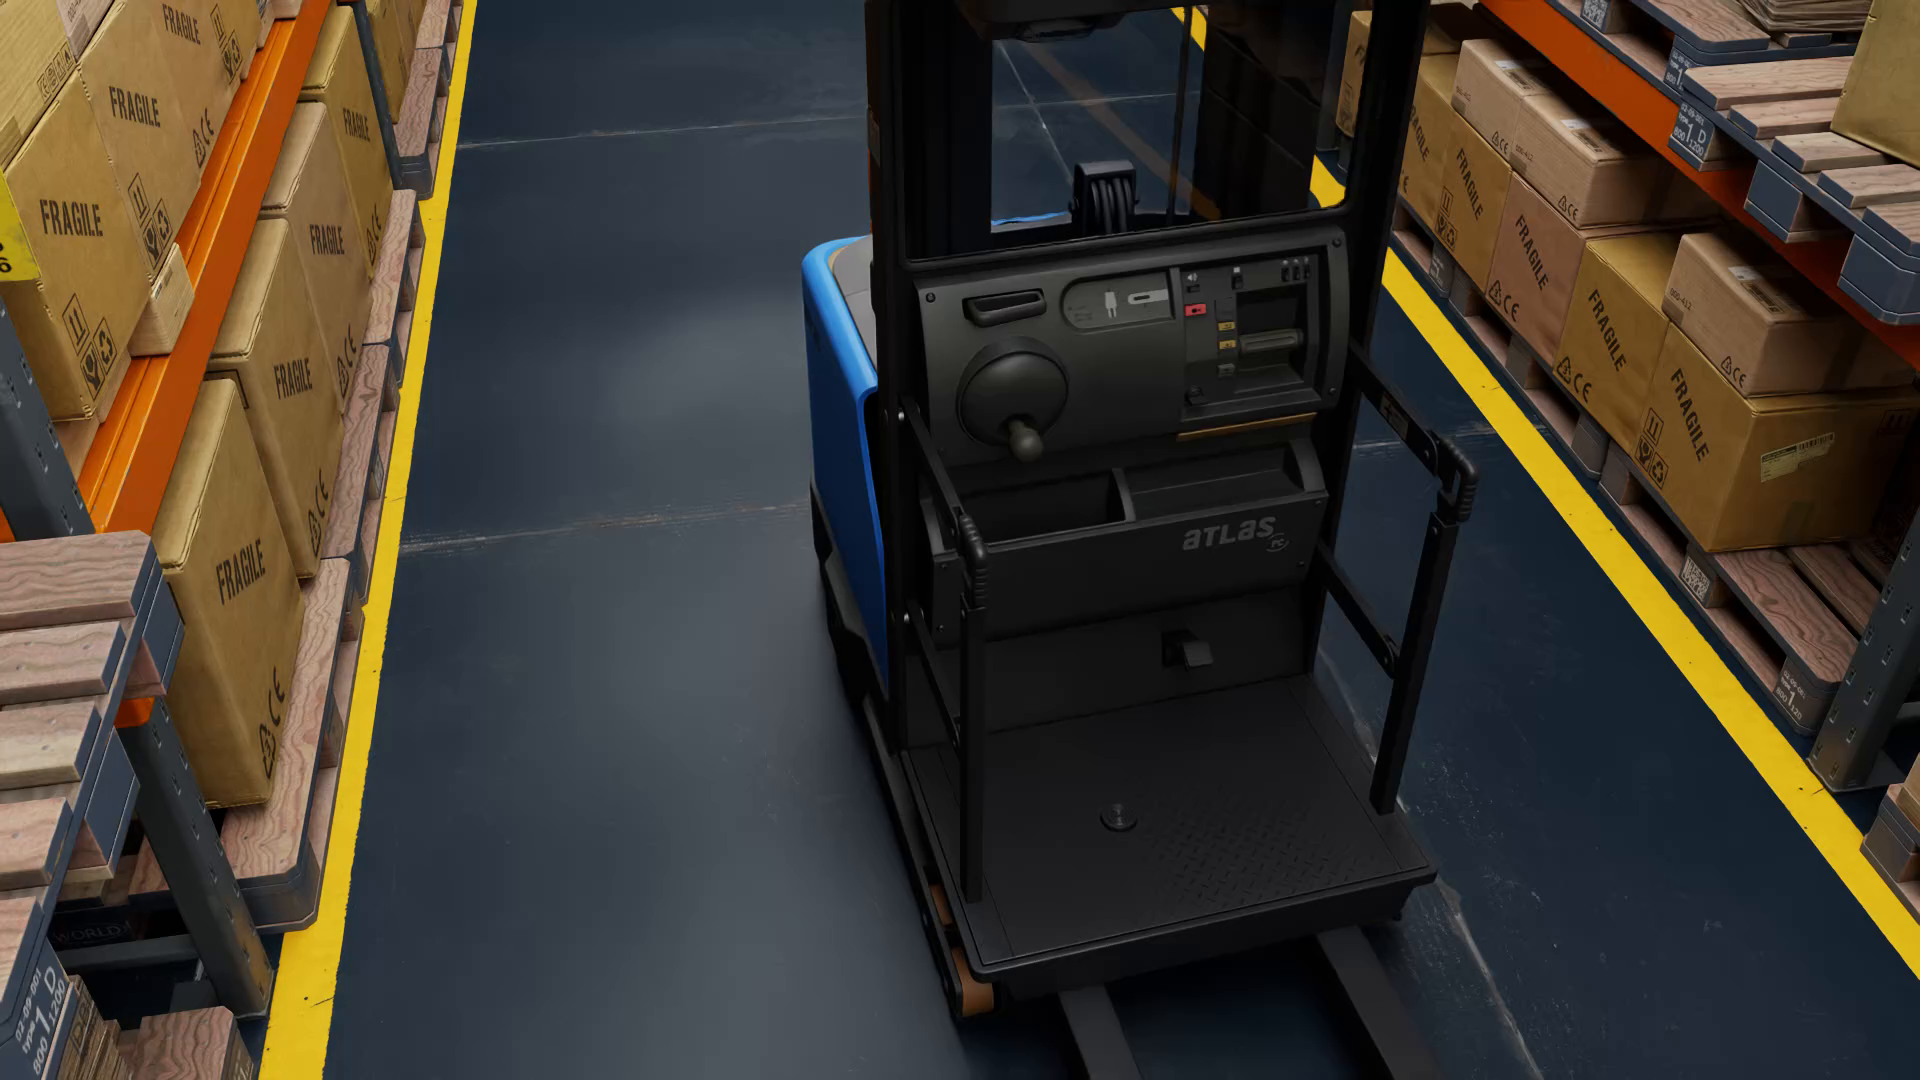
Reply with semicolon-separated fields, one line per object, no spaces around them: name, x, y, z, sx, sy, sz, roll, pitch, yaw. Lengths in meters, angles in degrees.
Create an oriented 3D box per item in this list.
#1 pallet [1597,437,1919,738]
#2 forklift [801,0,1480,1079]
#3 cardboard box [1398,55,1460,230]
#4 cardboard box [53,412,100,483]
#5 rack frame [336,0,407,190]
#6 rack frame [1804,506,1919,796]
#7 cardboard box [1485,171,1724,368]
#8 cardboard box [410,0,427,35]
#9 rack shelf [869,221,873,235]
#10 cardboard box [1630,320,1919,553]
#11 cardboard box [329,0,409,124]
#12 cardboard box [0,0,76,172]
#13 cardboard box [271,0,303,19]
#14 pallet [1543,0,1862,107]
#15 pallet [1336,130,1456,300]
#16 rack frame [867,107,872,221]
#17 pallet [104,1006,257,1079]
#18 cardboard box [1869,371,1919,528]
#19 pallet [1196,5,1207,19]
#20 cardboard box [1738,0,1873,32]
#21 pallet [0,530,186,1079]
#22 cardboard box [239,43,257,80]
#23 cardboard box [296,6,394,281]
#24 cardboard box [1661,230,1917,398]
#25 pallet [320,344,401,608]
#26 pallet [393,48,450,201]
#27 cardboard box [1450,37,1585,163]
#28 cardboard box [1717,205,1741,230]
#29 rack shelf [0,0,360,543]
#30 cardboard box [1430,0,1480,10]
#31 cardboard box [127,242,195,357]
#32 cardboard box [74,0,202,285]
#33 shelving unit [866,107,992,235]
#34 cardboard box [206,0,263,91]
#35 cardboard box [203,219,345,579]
pallet;2.684;0.045;5.021;1.003;0.211;1.213;-6;38;-8
forklift;0.430;-0.331;3.287;1.130;2.935;3.031;-9;39;-12
cardboard box;2.026;-1.565;6.498;0.500;0.500;0.500;-6;38;-7
cardboard box;-1.928;-0.199;3.250;0.380;0.149;0.250;-7;38;-9
rack frame;-2.800;-2.482;6.000;1.000;3.000;0.127;-6;38;-8
rack frame;2.778;-0.602;3.579;1.000;3.000;0.127;-6;38;-8
cardboard box;2.194;-0.957;5.715;0.500;0.500;0.500;-8;38;-10
cardboard box;-3.003;-2.738;8.024;0.700;0.500;0.500;-5;38;-7
rack shelf;-0.097;-0.810;5.060;0.258;0.148;0.480;-9;39;-12
cardboard box;2.382;-0.328;4.906;0.500;0.500;0.500;-5;38;-6
cardboard box;-2.830;-2.124;7.234;0.700;0.500;0.500;-6;38;-7
cardboard box;-1.930;-0.847;2.944;0.500;0.250;0.500;-5;38;-7
cardboard box;-2.289;-1.753;5.250;0.380;0.149;0.250;-6;38;-8
pallet;2.432;-1.700;5.149;1.003;0.211;1.213;-6;38;-8
pallet;2.256;-1.429;6.918;1.003;0.211;1.213;-6;38;-8
rack frame;-0.161;-0.831;5.342;0.240;1.200;0.015;-9;39;-12
pallet;-1.963;1.507;3.138;1.003;0.211;1.213;-6;38;-8
cardboard box;2.882;-0.409;5.011;0.500;0.500;0.500;-8;38;-10
pallet;1.740;-3.070;9.029;1.003;0.211;1.213;-6;38;-8
cardboard box;2.584;-1.748;4.631;0.700;0.500;0.500;0;38;1
pallet;-1.869;0.428;2.410;1.213;0.211;1.003;-6;38;-8
cardboard box;-2.283;-1.445;4.854;0.380;0.149;0.250;-7;38;-9
cardboard box;-2.558;-1.421;6.044;0.750;0.750;0.750;-6;38;-7
cardboard box;2.368;-0.657;4.719;0.500;0.250;0.500;-5;38;-6
pallet;-2.373;-0.185;5.316;1.003;0.211;1.213;-6;38;-8
pallet;-2.856;-1.849;7.458;1.003;0.211;1.213;-6;38;-8
cardboard box;2.096;-1.578;5.904;0.500;0.250;0.500;-6;38;-8
cardboard box;2.702;-1.028;5.807;0.500;0.500;0.500;-7;38;-9
rack shelf;-2.449;-0.990;4.666;1.077;0.370;4.000;-6;38;-8
cardboard box;2.216;-2.406;7.735;0.500;0.311;0.500;-6;38;-8
cardboard box;-1.927;-0.522;3.665;0.380;0.149;0.250;-5;38;-7
cardboard box;-2.015;-0.870;3.584;0.500;0.500;0.500;-5;38;-6
shelving unit;-0.097;-0.687;5.156;0.258;1.200;0.503;-9;39;-12
cardboard box;-2.200;-1.483;4.374;0.500;0.500;0.500;-5;38;-7
cardboard box;-2.246;-0.371;4.693;0.750;0.750;0.750;-6;38;-8
